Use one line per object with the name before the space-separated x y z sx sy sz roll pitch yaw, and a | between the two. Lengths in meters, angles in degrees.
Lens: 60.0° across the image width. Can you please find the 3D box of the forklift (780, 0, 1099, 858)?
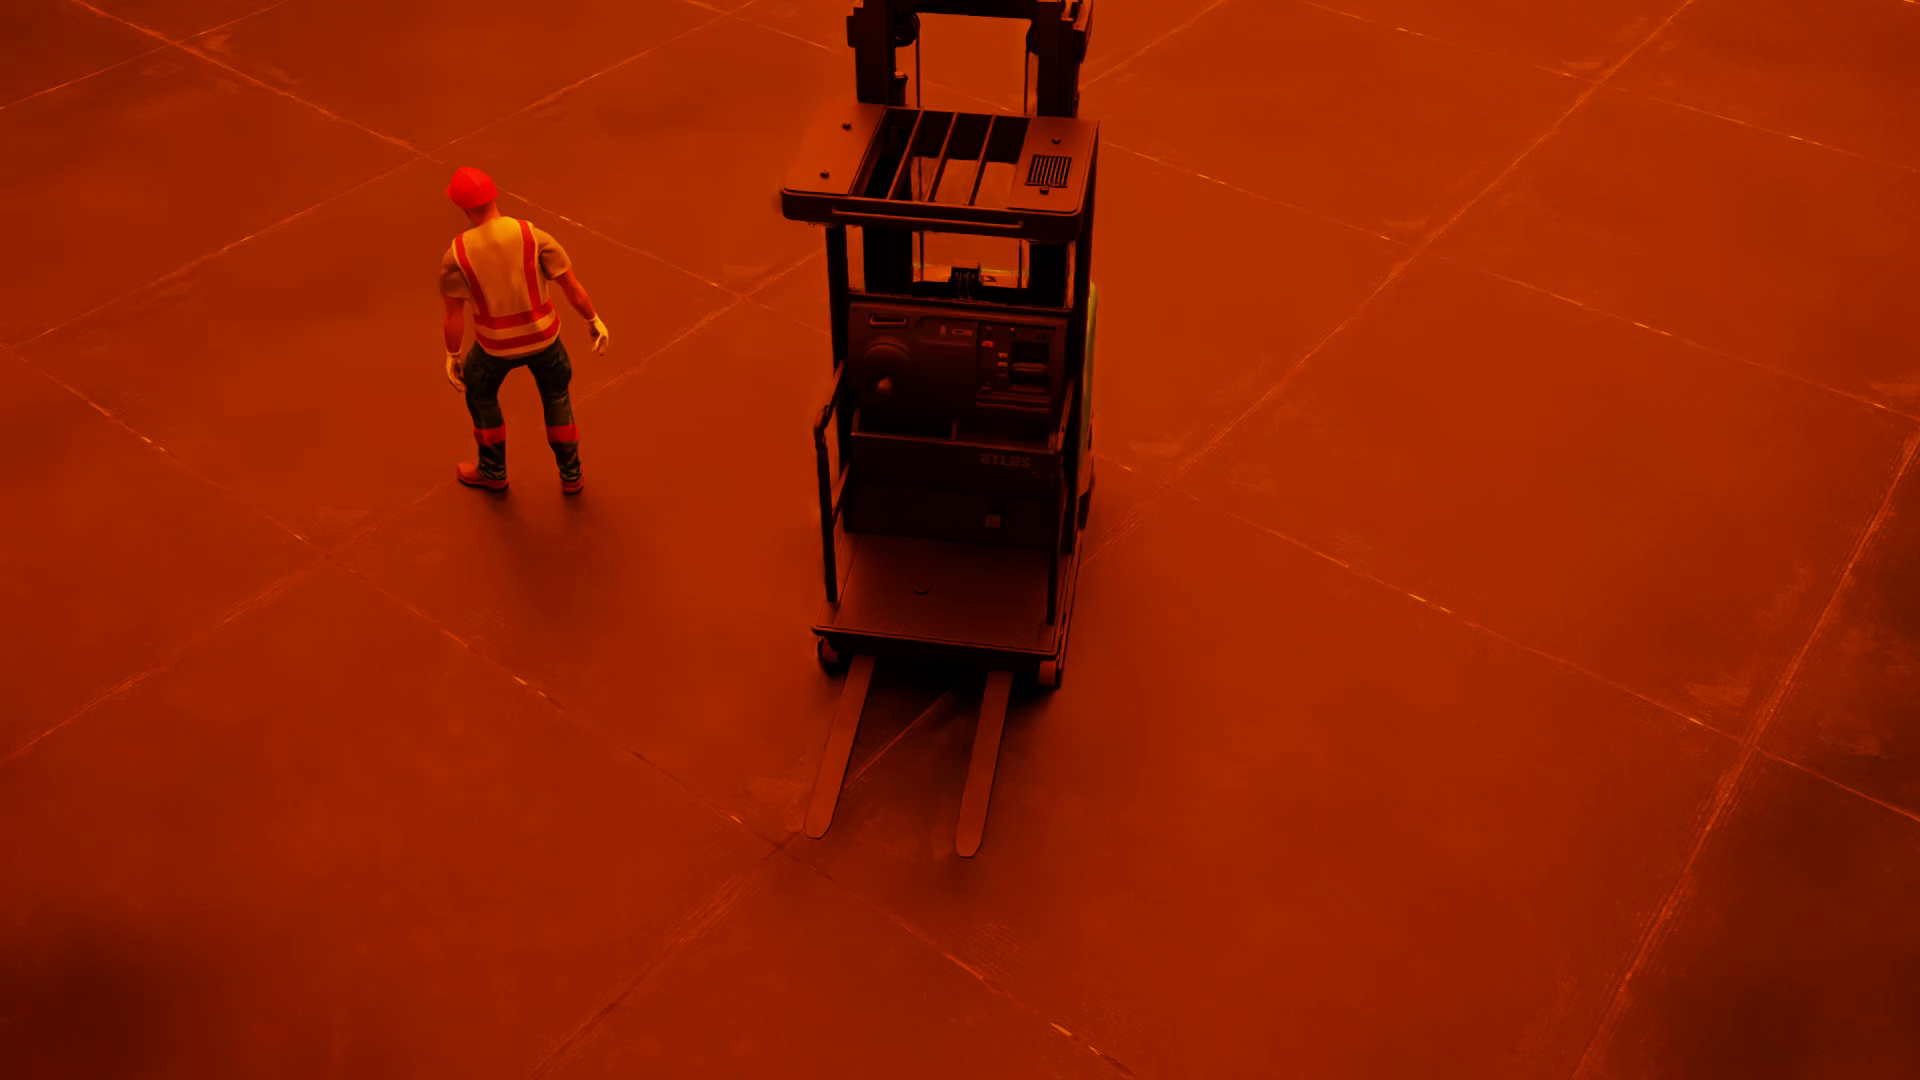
forklift | -0.047 -0.702 6.898 1.130 2.935 3.031 6 41 7

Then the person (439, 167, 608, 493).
person | -2.187 -1.011 8.188 0.870 1.747 0.455 -12 42 -14
